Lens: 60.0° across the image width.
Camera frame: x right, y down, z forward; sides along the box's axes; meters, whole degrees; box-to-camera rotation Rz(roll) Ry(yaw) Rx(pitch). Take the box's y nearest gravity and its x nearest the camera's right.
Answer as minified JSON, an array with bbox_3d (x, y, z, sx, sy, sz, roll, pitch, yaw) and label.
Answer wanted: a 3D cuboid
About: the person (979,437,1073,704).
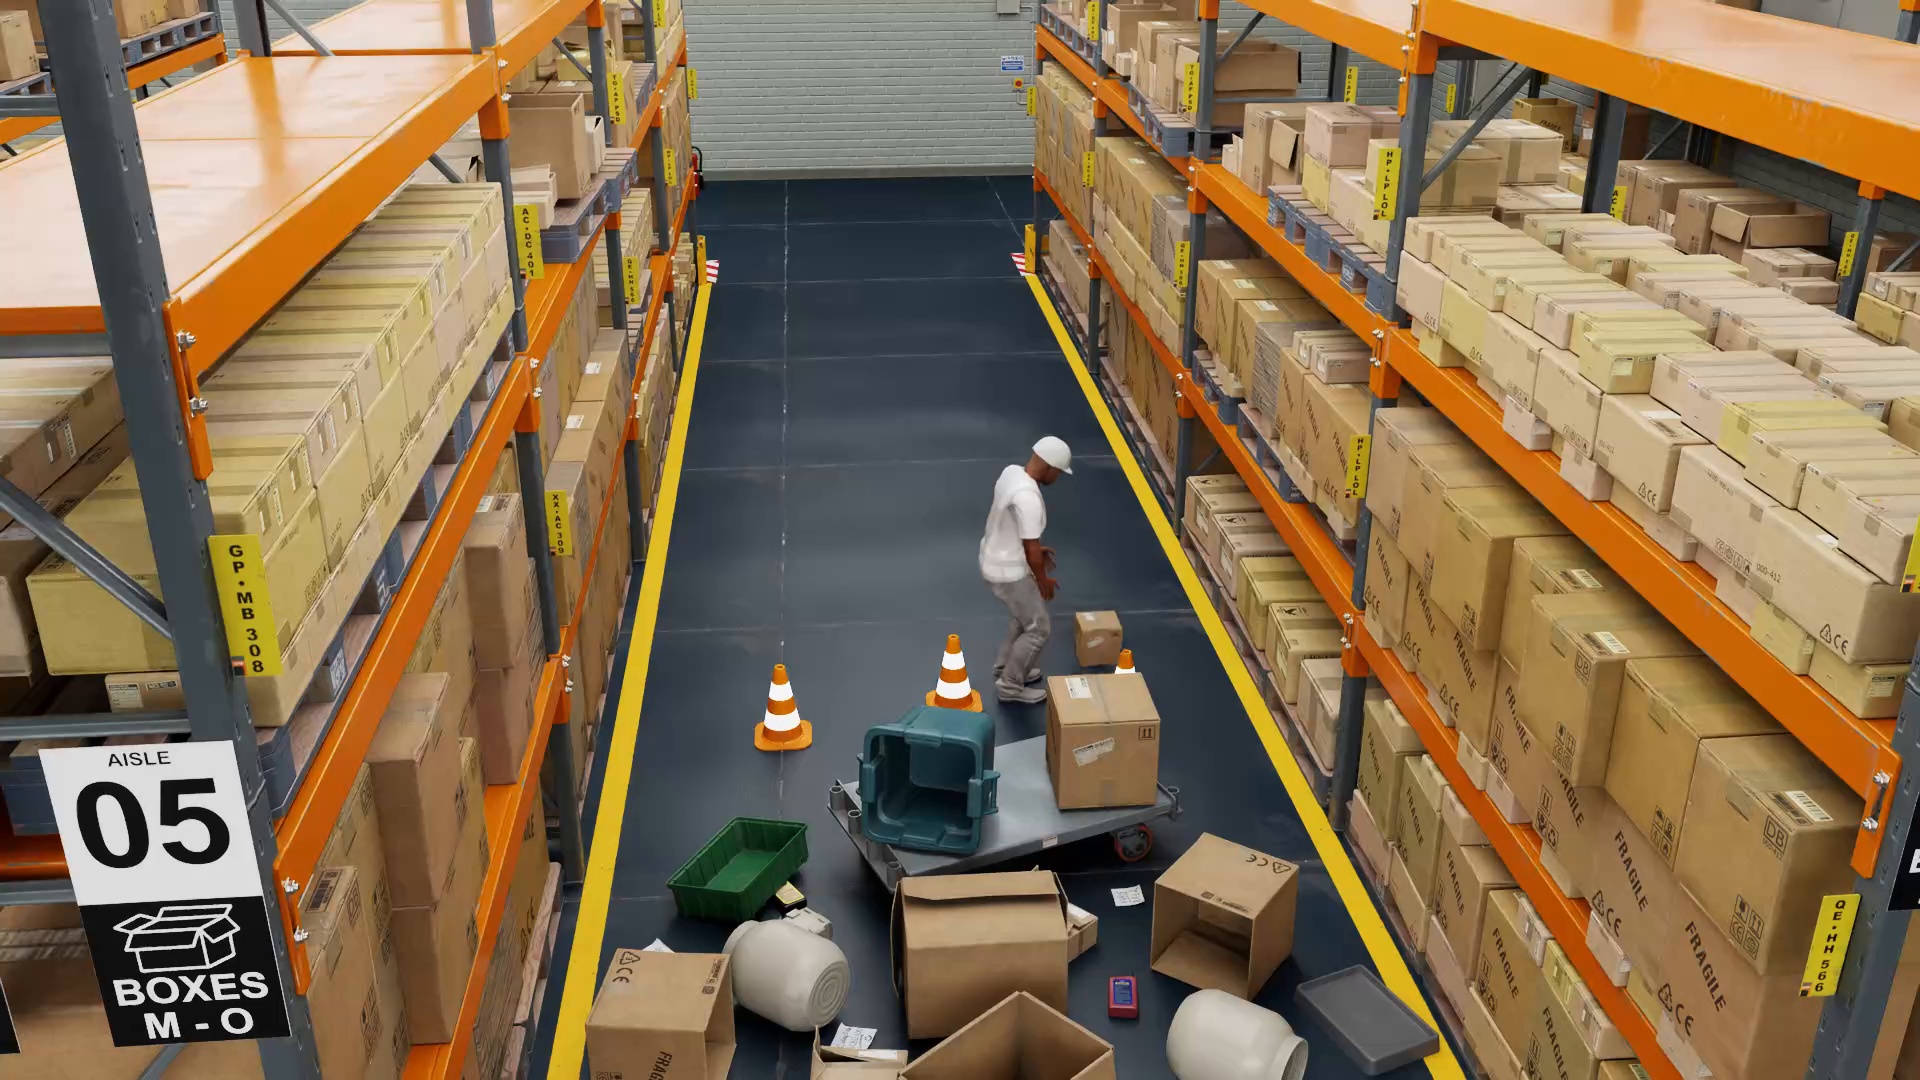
[{"bbox_3d":[0.392,0.158,10.080,0.554,1.651,0.610,-2,24,-4],"label":"person"}]
